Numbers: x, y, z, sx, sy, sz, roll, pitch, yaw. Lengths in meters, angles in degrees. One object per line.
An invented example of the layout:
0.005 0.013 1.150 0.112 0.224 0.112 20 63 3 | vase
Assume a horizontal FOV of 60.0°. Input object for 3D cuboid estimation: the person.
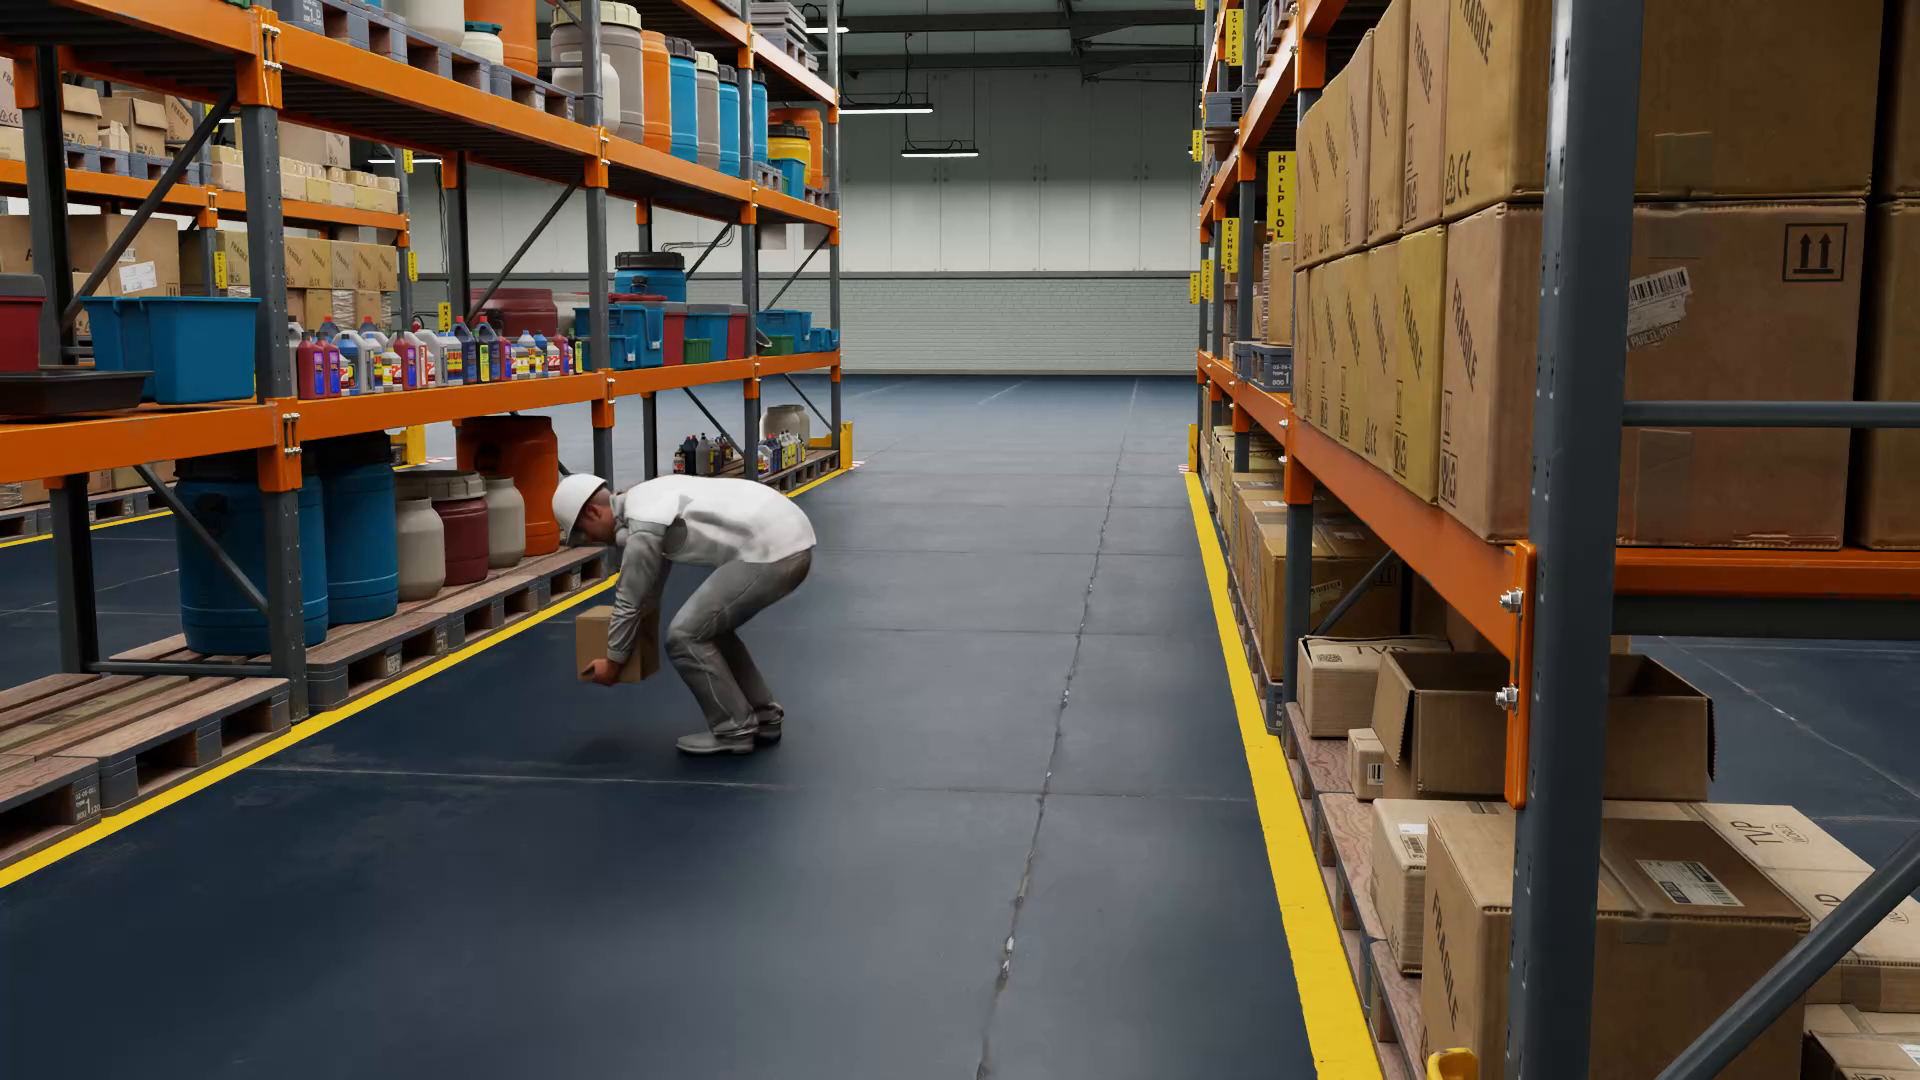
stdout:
-0.941 0.245 6.377 0.772 0.989 0.494 0 8 3 | person
